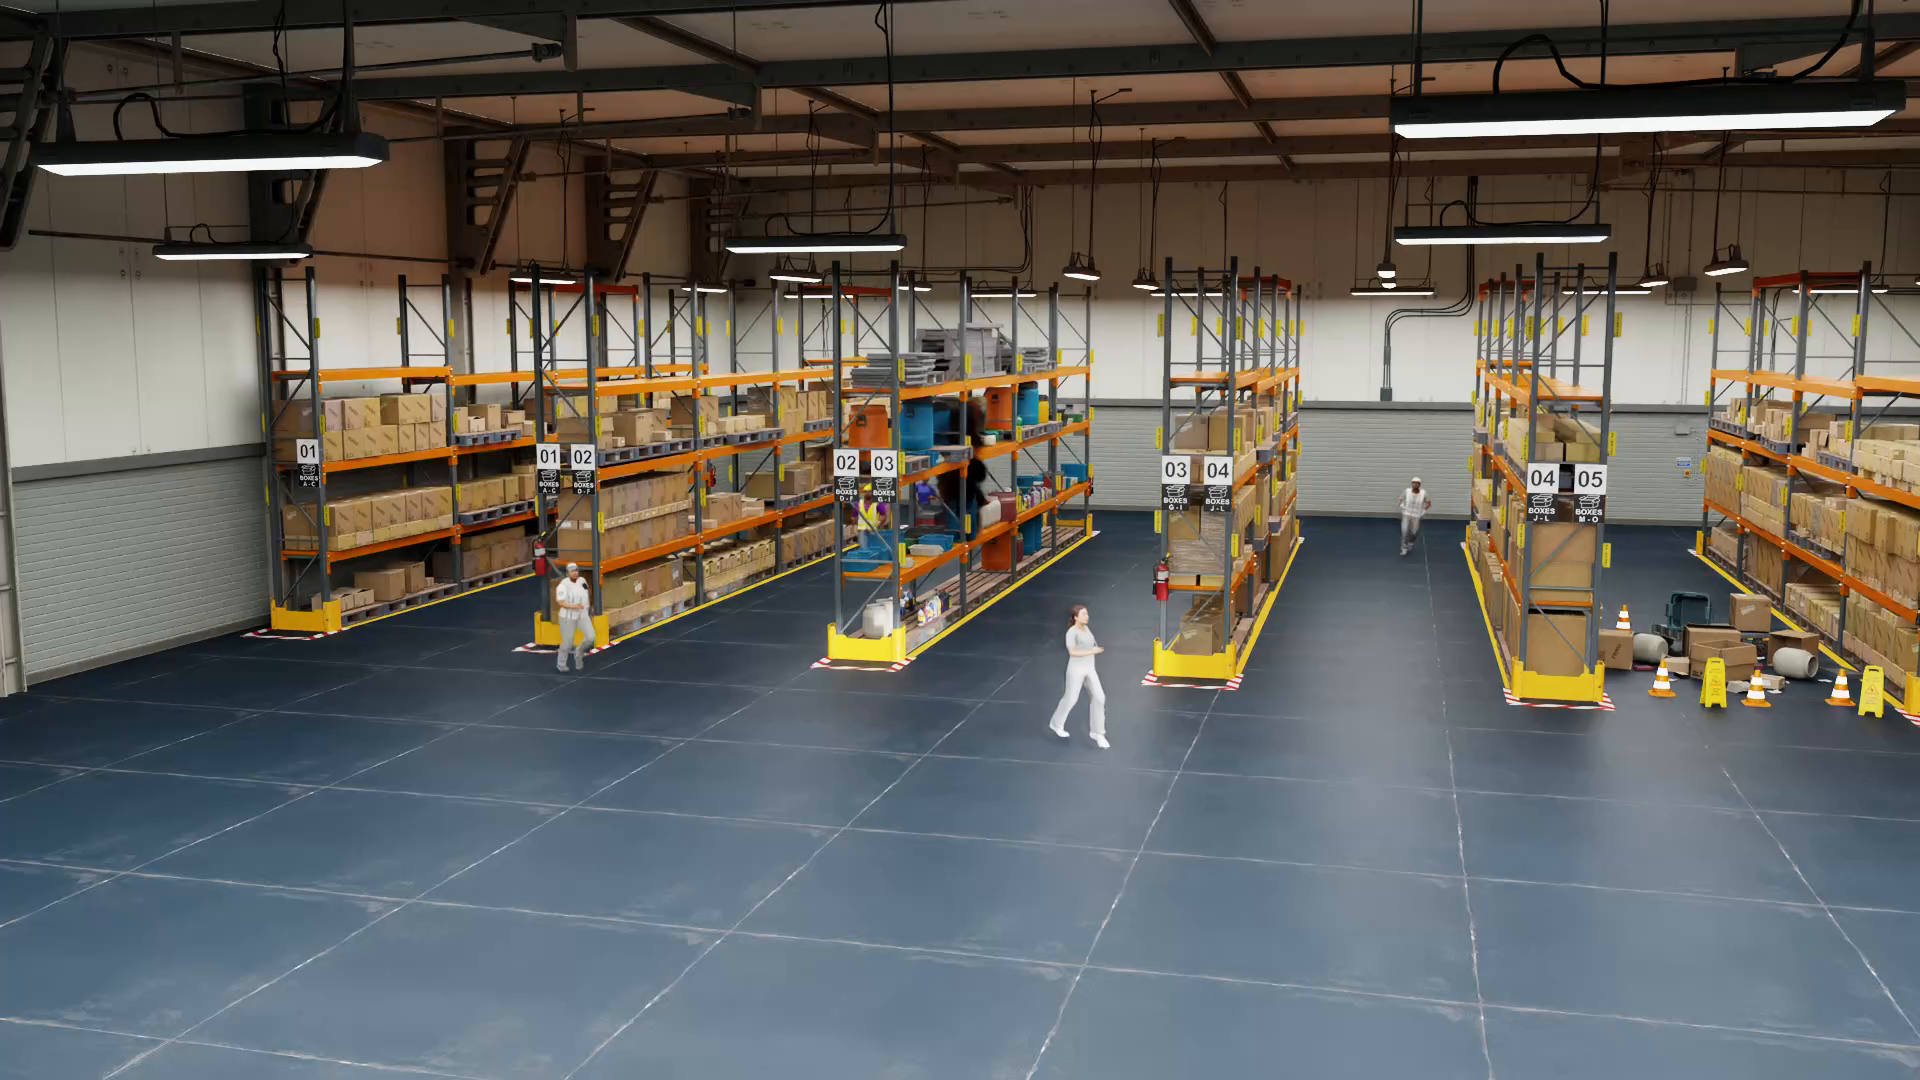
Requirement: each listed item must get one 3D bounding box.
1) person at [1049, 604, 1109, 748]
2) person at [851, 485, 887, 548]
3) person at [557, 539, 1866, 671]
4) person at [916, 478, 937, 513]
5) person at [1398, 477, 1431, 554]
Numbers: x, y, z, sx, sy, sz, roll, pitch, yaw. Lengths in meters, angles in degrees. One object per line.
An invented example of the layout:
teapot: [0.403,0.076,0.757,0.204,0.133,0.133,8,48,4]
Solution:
person: [1.443,1.623,20.090,0.826,1.716,0.540,7,10,44]
person: [-1.763,-0.179,31.848,0.696,1.735,0.558,1,7,7]
person: [3.967,0.946,24.350,15.763,1.920,12.407,-6,9,-38]
person: [-0.823,-0.691,38.511,0.564,1.701,0.792,0,7,0]
person: [10.057,-0.531,36.892,0.699,1.723,0.620,3,8,19]
